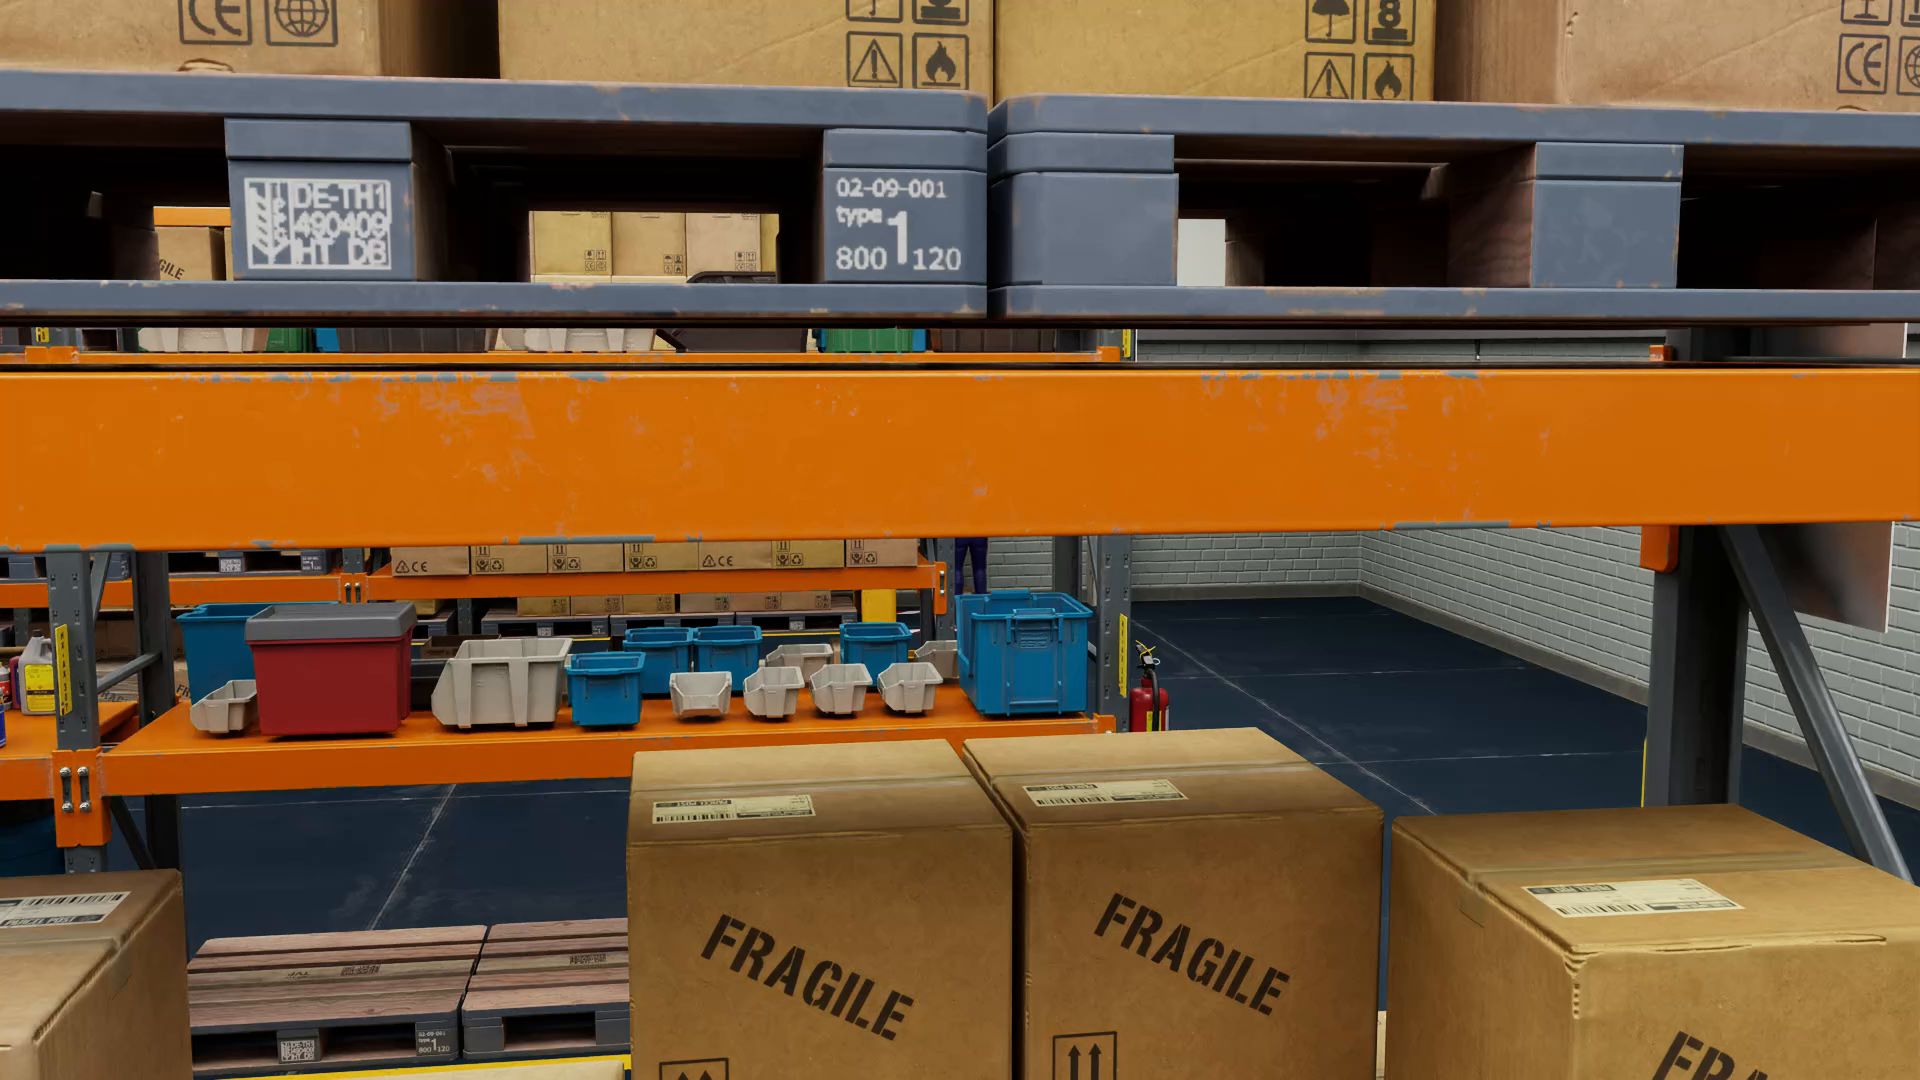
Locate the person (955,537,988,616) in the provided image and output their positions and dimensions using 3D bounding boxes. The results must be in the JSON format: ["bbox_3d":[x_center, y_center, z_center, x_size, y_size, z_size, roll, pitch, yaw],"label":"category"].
[{"bbox_3d":[0.066,-0.021,17.615,0.467,1.646,0.343,-1,7,-9],"label":"person"}]
